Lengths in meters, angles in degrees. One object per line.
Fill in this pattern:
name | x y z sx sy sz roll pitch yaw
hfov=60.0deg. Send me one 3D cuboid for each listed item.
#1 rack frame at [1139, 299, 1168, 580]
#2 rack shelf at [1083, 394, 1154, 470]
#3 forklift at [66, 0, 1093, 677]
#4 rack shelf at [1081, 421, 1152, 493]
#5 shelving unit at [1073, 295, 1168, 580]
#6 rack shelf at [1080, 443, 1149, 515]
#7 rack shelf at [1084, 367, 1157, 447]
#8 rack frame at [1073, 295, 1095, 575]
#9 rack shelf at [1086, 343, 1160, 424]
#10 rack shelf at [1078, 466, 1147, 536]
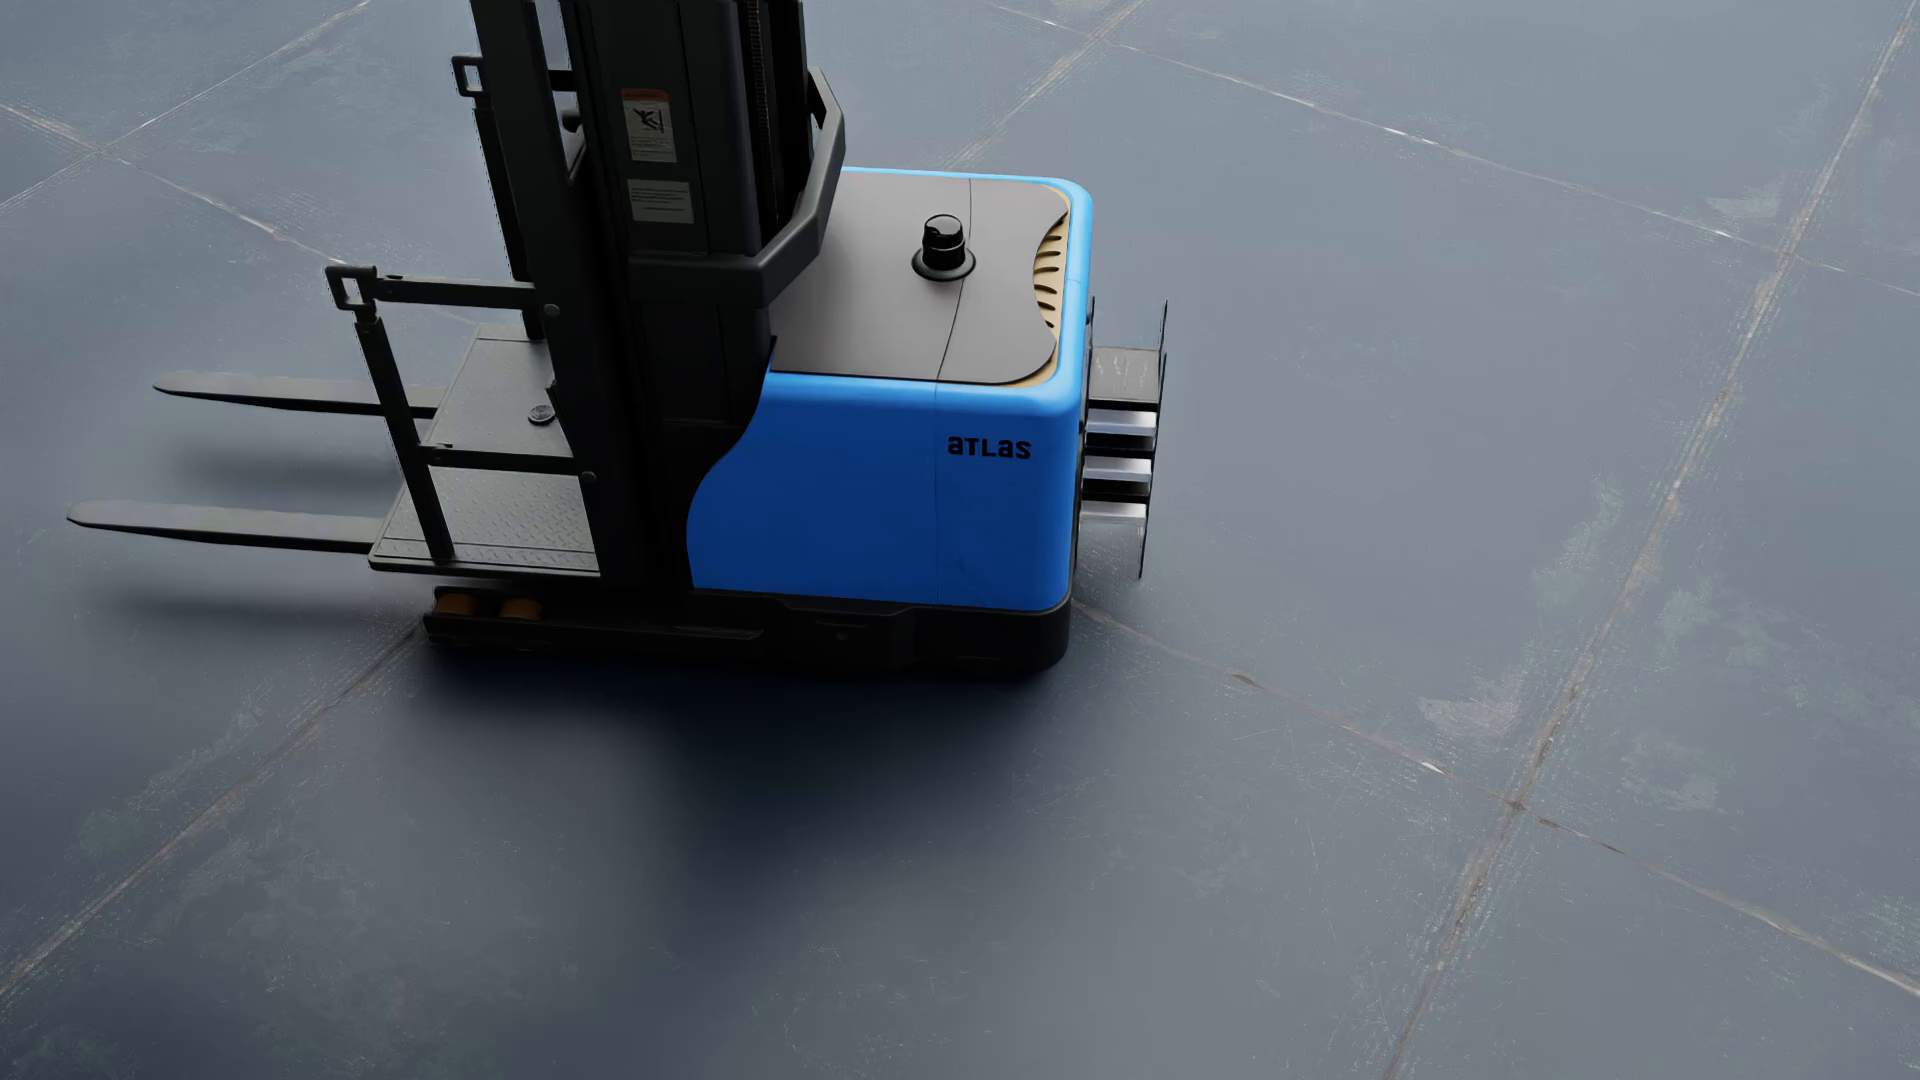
rack frame | 0.567 -0.276 4.893 0.006 0.900 0.240 4 46 4
rack shelf | 0.466 -0.322 4.860 0.200 0.077 0.258 4 46 4
forklift | -1.154 -1.066 4.245 3.031 2.935 1.130 4 46 4
rack shelf | 0.466 -0.259 4.924 0.200 0.077 0.258 4 46 4
shelving unit | 0.466 -0.283 4.900 0.210 0.900 0.258 4 46 4
rack shelf | 0.466 -0.197 4.989 0.200 0.077 0.258 4 46 4
rack shelf | 0.466 -0.385 4.795 0.200 0.077 0.258 4 46 4
rack frame | 0.365 -0.290 4.907 0.006 0.900 0.240 4 46 4
rack shelf | 0.466 -0.448 4.730 0.200 0.077 0.258 4 46 4
rack shelf | 0.466 -0.134 5.053 0.200 0.077 0.258 4 46 4
